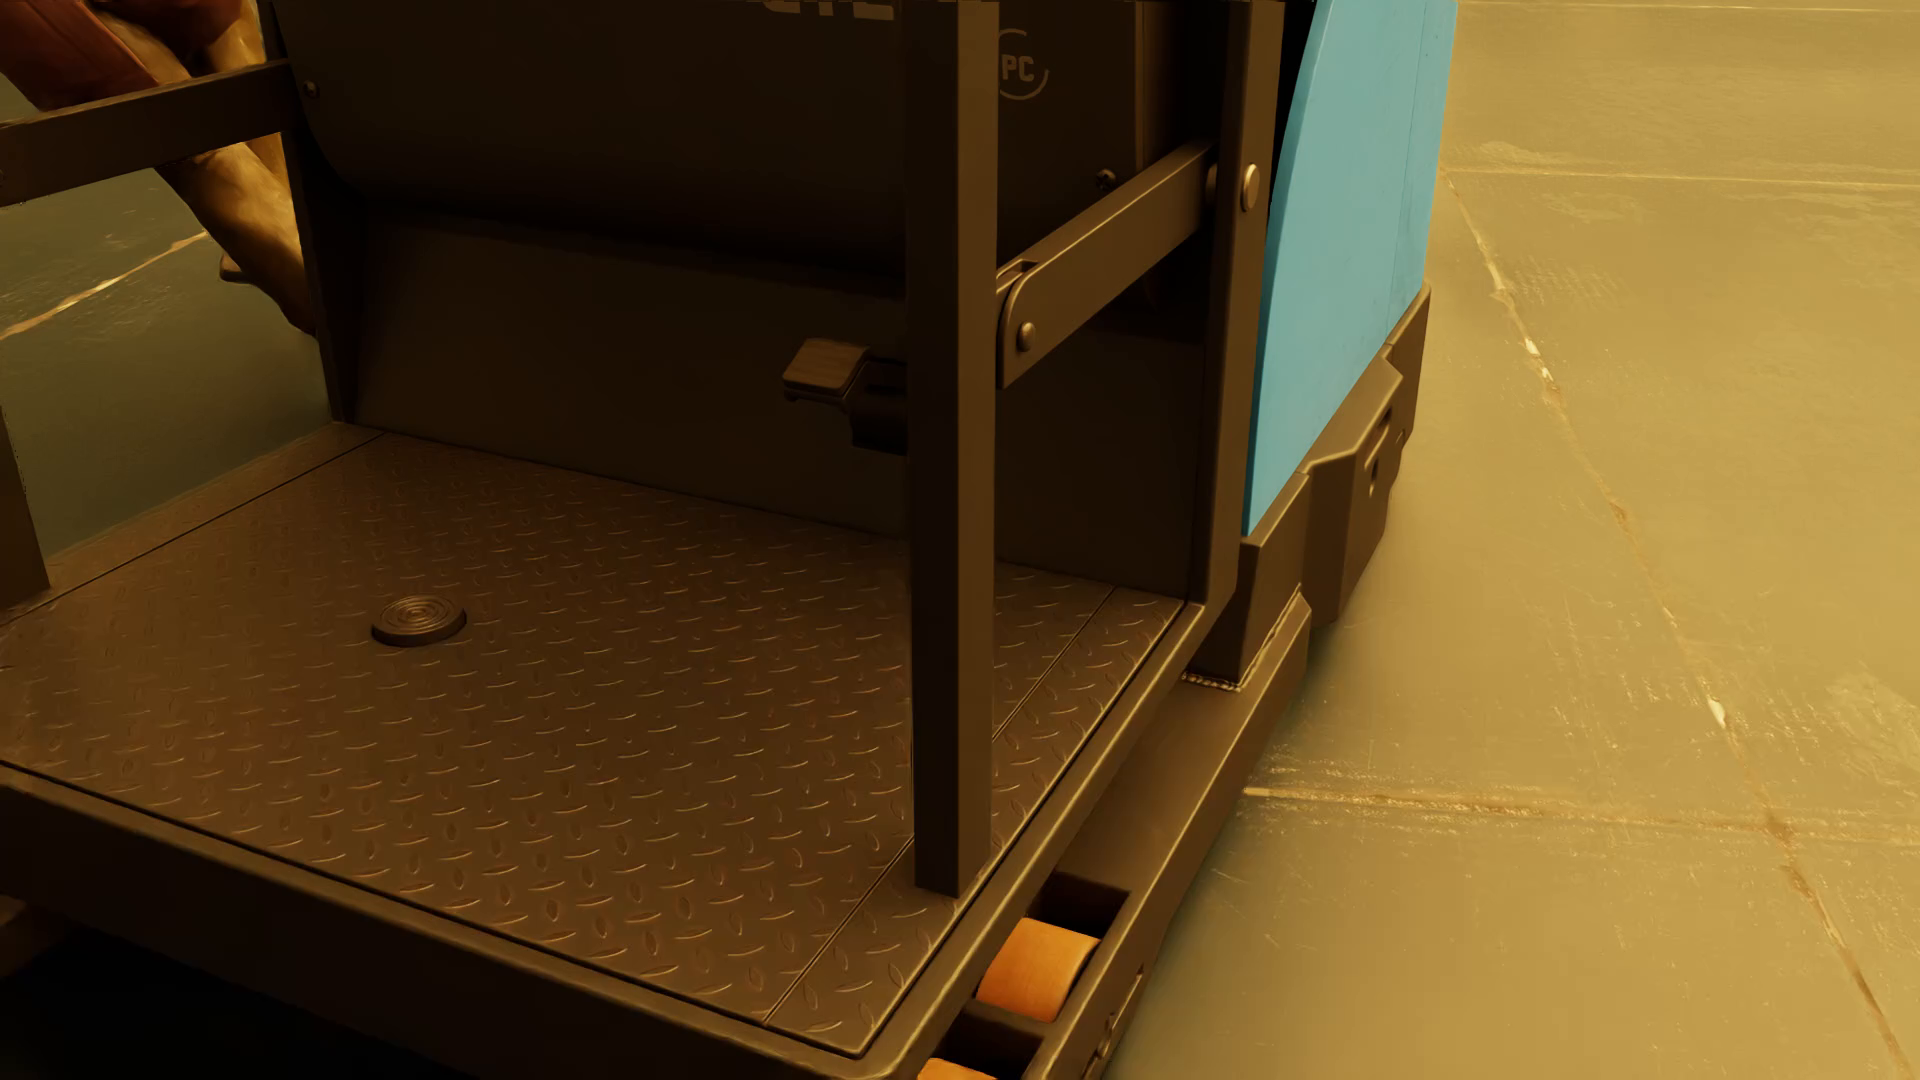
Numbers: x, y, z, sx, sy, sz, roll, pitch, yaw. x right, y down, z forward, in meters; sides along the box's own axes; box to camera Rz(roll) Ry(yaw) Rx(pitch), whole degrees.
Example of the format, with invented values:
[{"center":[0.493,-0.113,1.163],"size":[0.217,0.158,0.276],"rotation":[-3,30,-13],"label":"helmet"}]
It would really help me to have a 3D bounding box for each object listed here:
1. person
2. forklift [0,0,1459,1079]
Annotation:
[{"center":[-1.340,-1.067,2.882],"size":[1.043,1.554,0.929],"rotation":[-3,27,-5],"label":"person"},{"center":[-0.342,-0.948,1.117],"size":[1.130,2.935,3.031],"rotation":[12,29,22],"label":"forklift"}]
